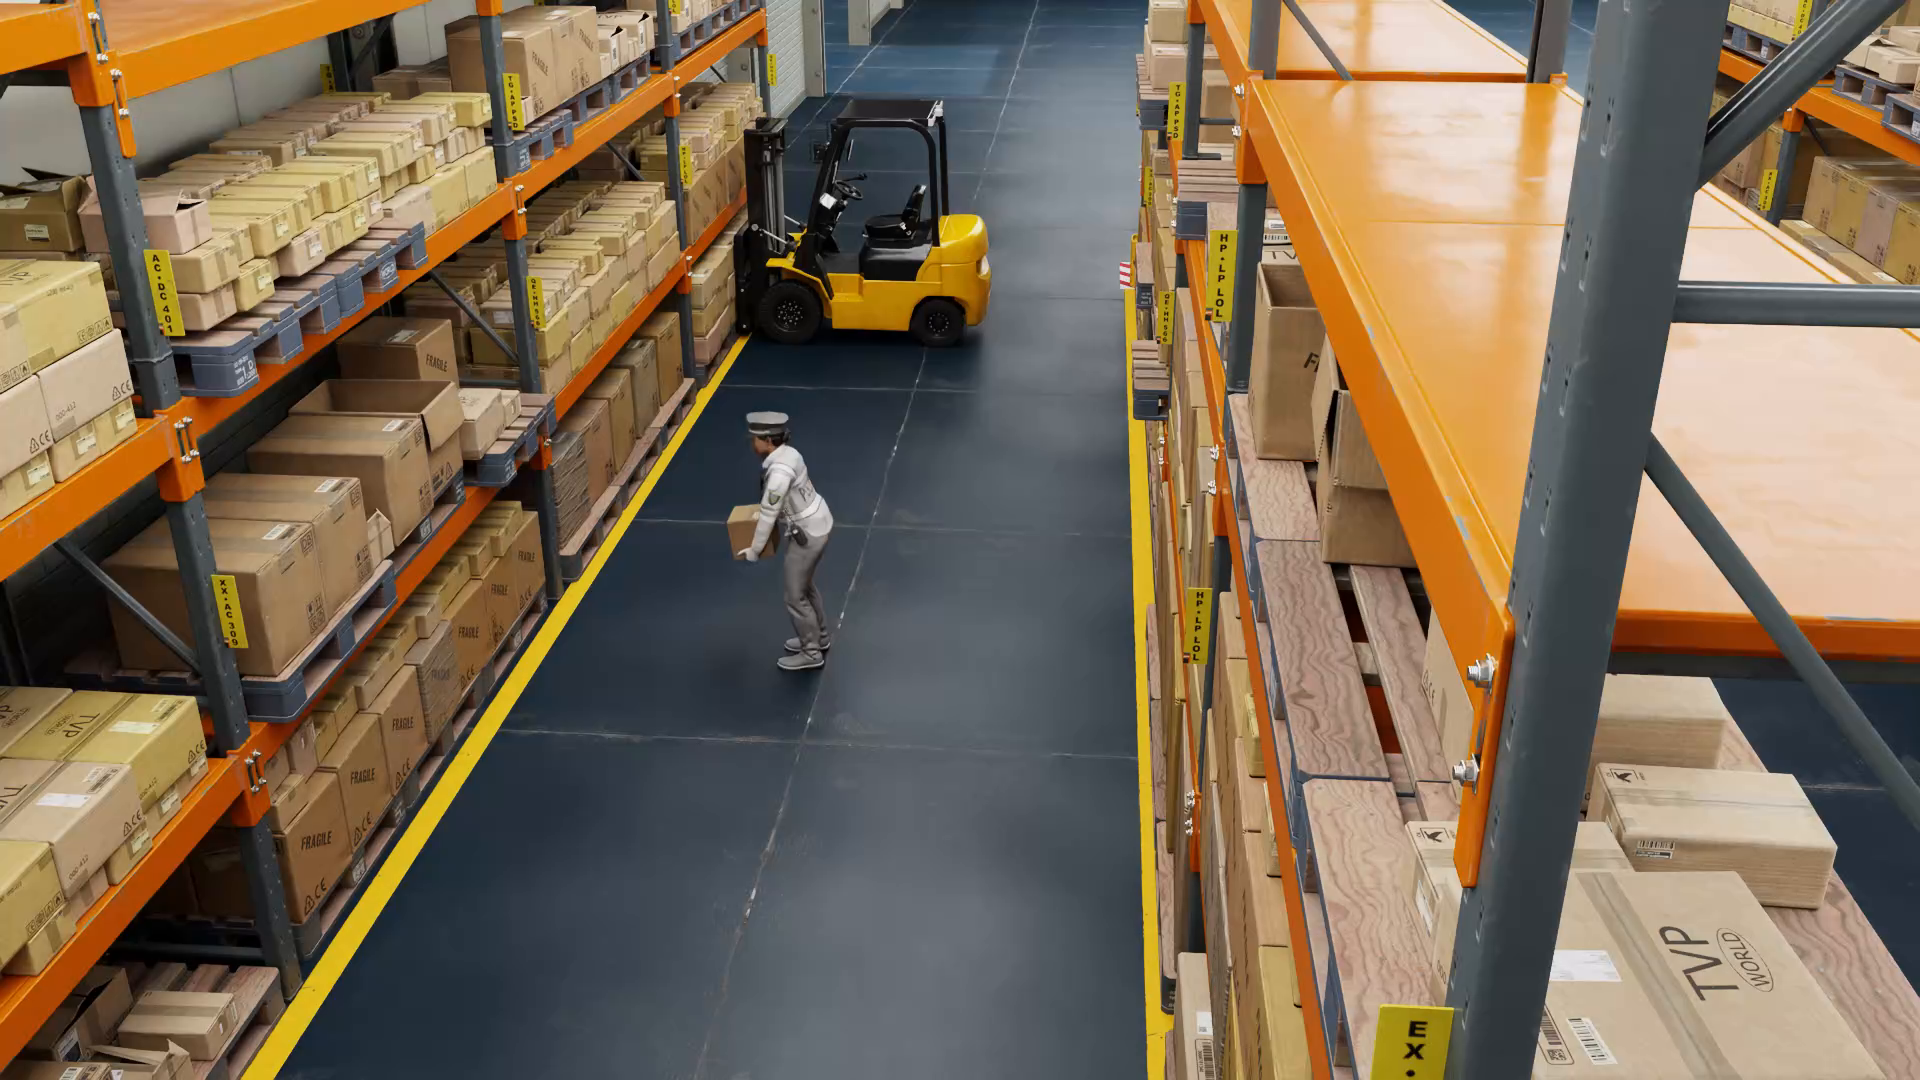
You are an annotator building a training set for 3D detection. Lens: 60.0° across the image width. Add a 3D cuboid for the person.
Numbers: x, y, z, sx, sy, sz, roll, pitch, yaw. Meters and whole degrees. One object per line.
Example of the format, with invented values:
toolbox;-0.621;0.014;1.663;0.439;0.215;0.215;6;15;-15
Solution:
person;-1.051;0.000;10.041;0.552;1.630;0.412;1;25;3
